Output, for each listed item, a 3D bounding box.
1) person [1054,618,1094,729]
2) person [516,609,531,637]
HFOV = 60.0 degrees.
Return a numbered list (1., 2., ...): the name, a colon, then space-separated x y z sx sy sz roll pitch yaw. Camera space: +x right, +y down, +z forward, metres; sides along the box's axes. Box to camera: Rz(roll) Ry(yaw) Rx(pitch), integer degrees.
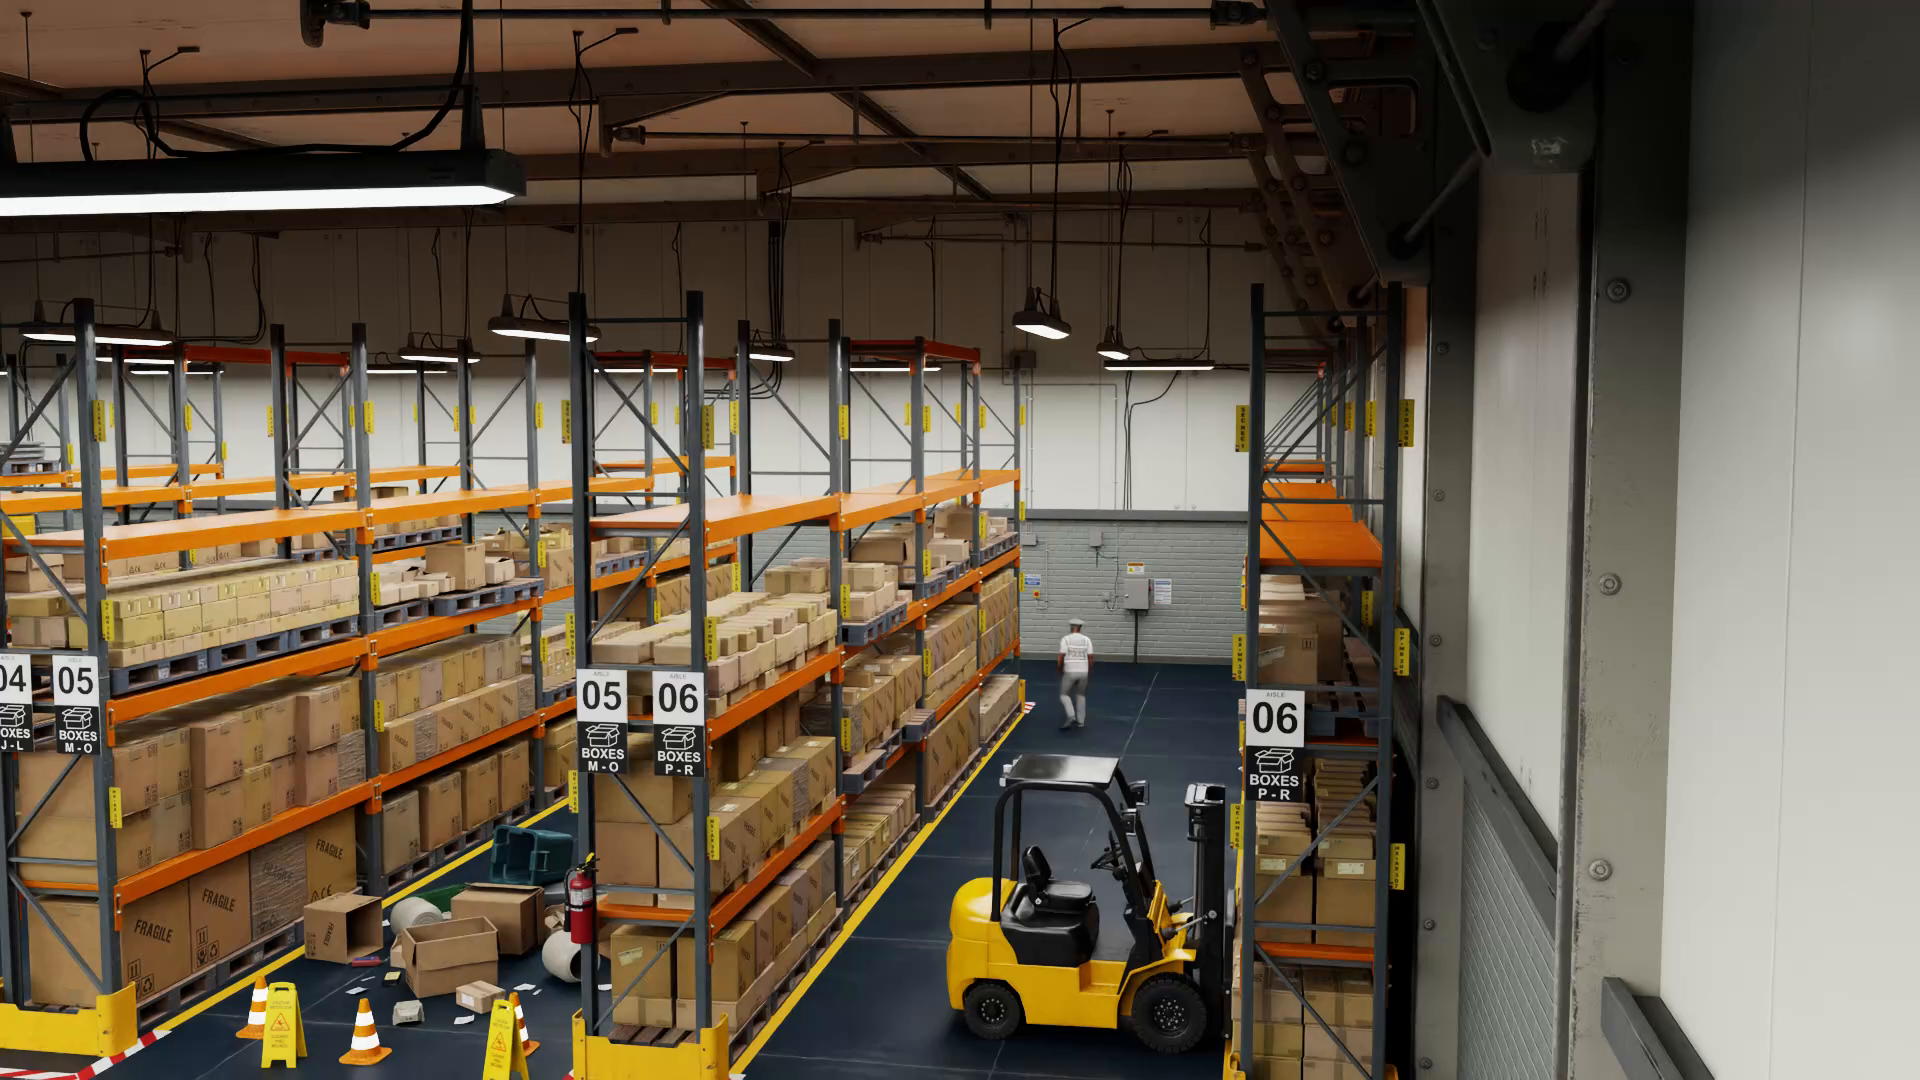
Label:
1. person: 1.868 2.158 26.766 0.610 1.741 0.606 -1 5 -15
2. person: -7.927 1.983 30.703 0.441 1.437 0.516 4 6 43
